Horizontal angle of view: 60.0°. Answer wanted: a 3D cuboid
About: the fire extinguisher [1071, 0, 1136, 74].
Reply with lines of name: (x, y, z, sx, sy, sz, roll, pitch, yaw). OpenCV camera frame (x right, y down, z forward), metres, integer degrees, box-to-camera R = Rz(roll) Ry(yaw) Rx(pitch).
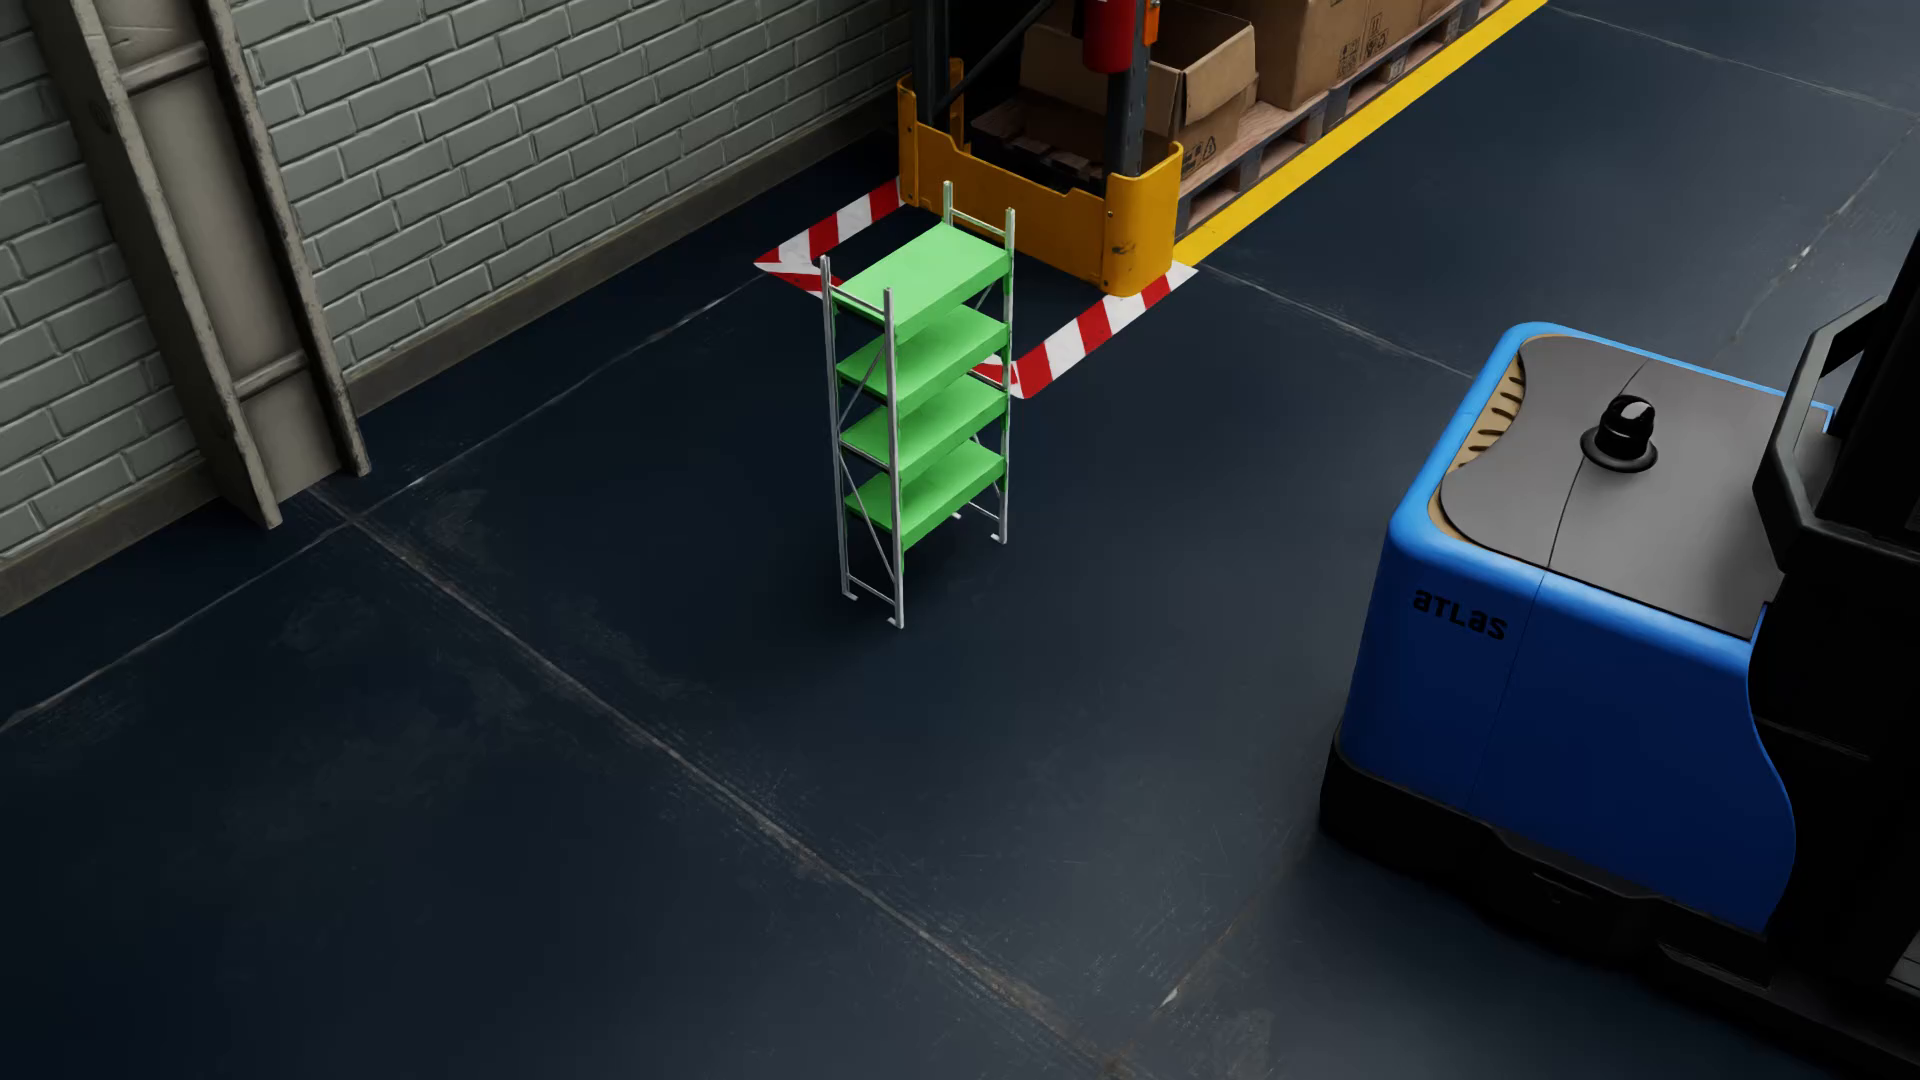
fire extinguisher: (0.496, -1.863, 5.404, 0.296, 0.674, 0.183, 29, 50, 28)

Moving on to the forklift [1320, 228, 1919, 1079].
forklift: (2.478, -0.091, 3.172, 3.031, 2.935, 1.130, 22, 47, 22)

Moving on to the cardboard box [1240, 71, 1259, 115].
cardboard box: (1.007, -1.882, 6.897, 0.380, 0.149, 0.250, 28, 49, 27)

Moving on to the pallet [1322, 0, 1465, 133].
pallet: (1.584, -2.349, 7.677, 1.003, 0.211, 1.213, 29, 50, 28)

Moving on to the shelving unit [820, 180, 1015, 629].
shelving unit: (-0.107, -0.359, 4.753, 0.258, 1.200, 0.503, 29, 50, 28)

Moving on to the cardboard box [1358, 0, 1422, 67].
cardboard box: (1.700, -2.462, 7.274, 0.500, 0.500, 0.500, 30, 50, 29)

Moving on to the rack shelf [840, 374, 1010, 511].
rack shelf: (-0.107, -0.311, 4.796, 0.258, 0.148, 0.480, 29, 50, 28)

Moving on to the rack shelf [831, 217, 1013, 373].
rack shelf: (-0.107, -0.667, 4.473, 0.258, 0.148, 0.480, 29, 50, 28)

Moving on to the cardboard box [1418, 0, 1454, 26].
cardboard box: (1.952, -2.768, 7.611, 0.700, 0.500, 0.500, 28, 49, 27)

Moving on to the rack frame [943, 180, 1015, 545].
rack frame: (0.051, -0.484, 4.891, 0.240, 1.200, 0.015, 29, 50, 28)

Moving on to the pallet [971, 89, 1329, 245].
pallet: (0.799, -1.724, 6.989, 1.003, 0.211, 1.213, 29, 50, 28)

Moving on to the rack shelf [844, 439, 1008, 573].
rack shelf: (-0.107, -0.134, 4.957, 0.258, 0.148, 0.480, 29, 50, 28)

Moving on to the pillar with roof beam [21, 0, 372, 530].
pillar with roof beam: (1.107, -1.663, 0.390, 9.100, 9.000, 0.400, 29, 50, 28)

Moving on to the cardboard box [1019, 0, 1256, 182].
cardboard box: (0.704, -1.811, 6.556, 0.797, 0.503, 0.637, 28, 49, 27)

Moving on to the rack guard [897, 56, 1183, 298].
rack guard: (0.286, -1.420, 6.440, 1.175, 0.500, 0.348, 29, 50, 28)

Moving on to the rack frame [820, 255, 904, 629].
rack frame: (-0.264, -0.233, 4.614, 0.240, 1.200, 0.015, 29, 50, 28)

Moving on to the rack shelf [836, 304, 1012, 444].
rack shelf: (-0.107, -0.489, 4.634, 0.258, 0.148, 0.480, 29, 50, 28)

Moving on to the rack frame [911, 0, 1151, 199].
rack frame: (0.237, -2.306, 5.556, 1.000, 3.000, 0.127, 29, 50, 28)

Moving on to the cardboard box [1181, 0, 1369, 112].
cardboard box: (1.283, -2.234, 7.023, 0.700, 0.500, 0.500, 32, 51, 30)

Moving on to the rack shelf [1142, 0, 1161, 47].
rack shelf: (1.525, -3.069, 6.931, 1.077, 0.370, 4.000, 29, 50, 28)

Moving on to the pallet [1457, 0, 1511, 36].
pallet: (2.369, -2.980, 8.371, 1.003, 0.211, 1.213, 29, 50, 28)
